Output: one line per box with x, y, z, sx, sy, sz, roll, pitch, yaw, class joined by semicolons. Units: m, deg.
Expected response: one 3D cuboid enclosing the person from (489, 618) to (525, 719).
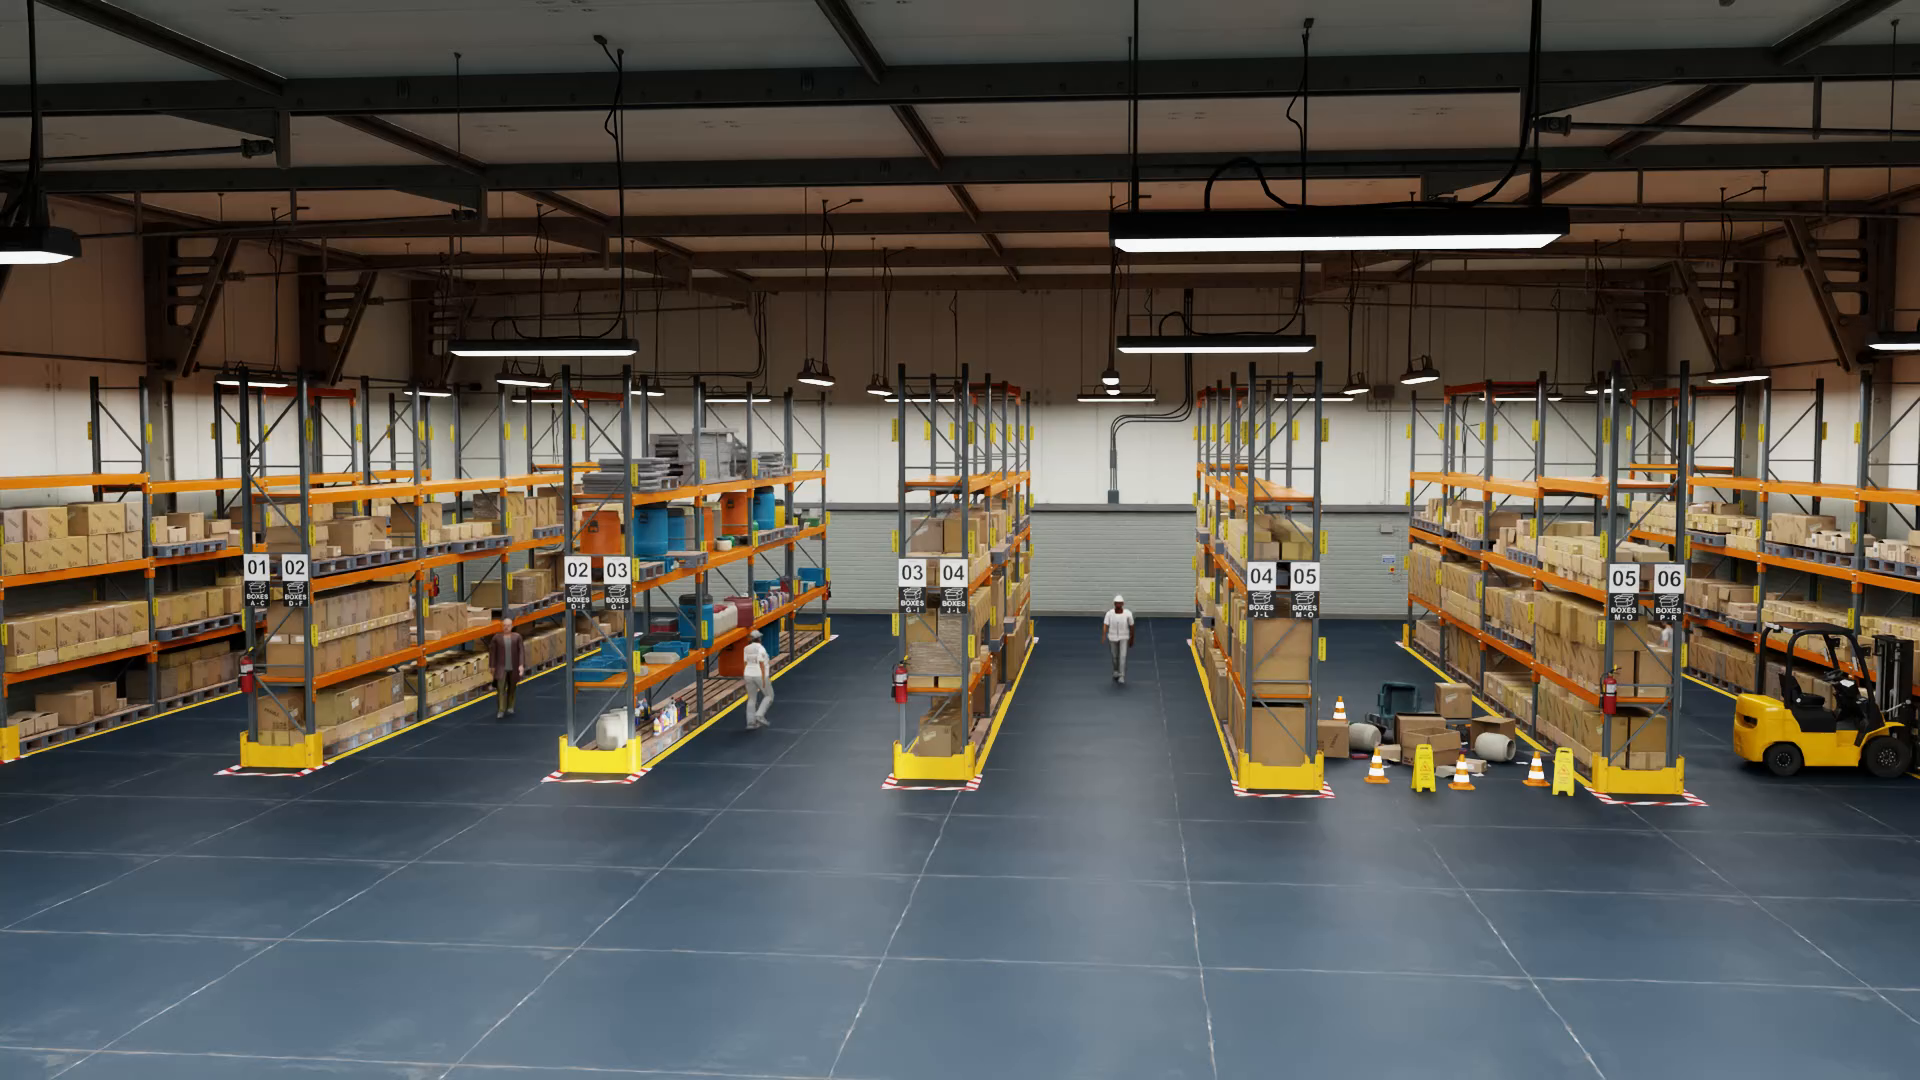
-7.915;2.243;29.121;0.600;1.729;1.105;-2;4;-24;person

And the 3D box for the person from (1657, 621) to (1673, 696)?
13.058;2.207;30.605;0.435;1.673;0.553;-1;4;-12;person

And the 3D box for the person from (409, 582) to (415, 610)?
-12.313;1.787;37.000;0.502;1.652;0.427;3;5;36;person

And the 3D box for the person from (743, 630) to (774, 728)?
-3.451;2.355;28.266;0.538;1.653;0.470;2;4;25;person

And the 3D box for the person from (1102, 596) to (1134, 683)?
3.183;1.979;33.490;0.644;1.706;1.071;1;4;8;person
